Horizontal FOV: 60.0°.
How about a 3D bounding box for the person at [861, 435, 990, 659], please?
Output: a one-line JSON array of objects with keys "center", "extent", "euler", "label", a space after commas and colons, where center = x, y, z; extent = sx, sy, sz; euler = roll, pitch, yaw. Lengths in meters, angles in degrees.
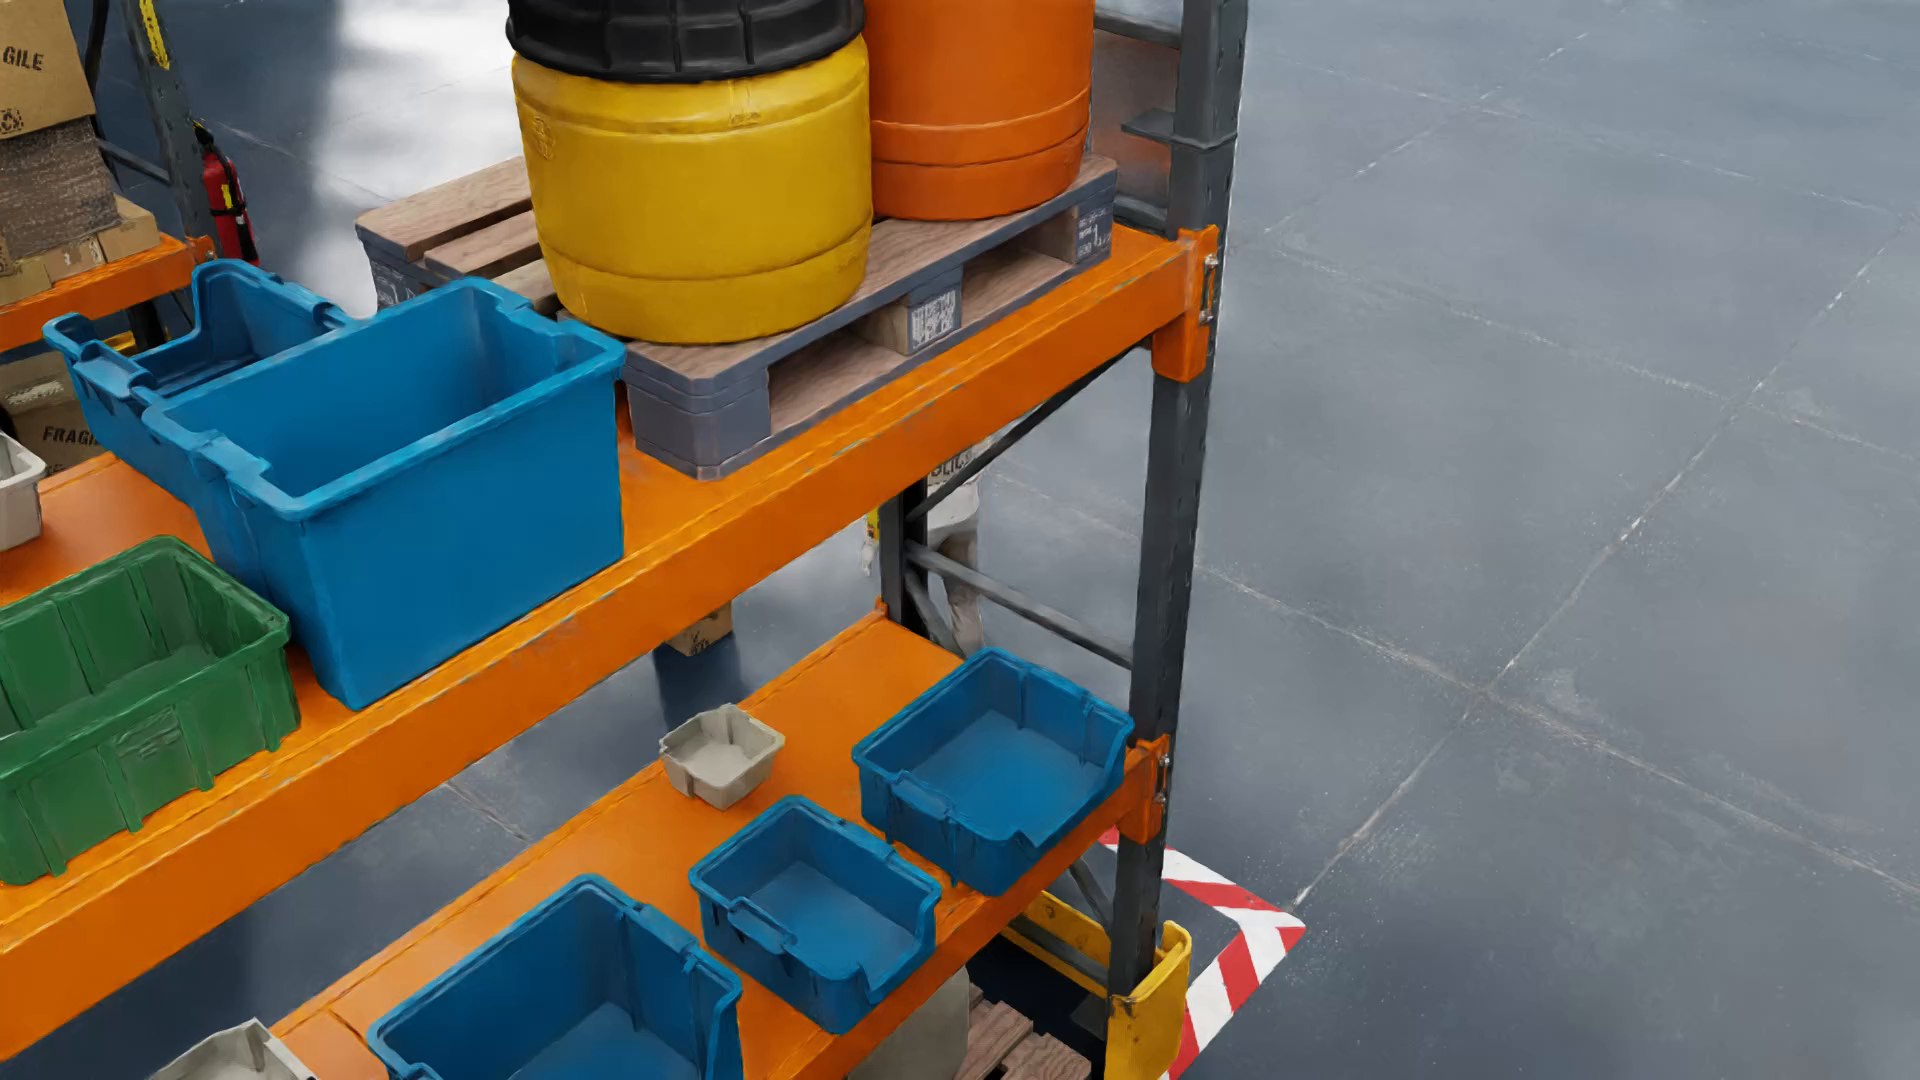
[{"center": [-0.107, -0.071, 6.192], "extent": [0.608, 1.689, 0.356], "euler": [-21, 40, -27], "label": "person"}]
